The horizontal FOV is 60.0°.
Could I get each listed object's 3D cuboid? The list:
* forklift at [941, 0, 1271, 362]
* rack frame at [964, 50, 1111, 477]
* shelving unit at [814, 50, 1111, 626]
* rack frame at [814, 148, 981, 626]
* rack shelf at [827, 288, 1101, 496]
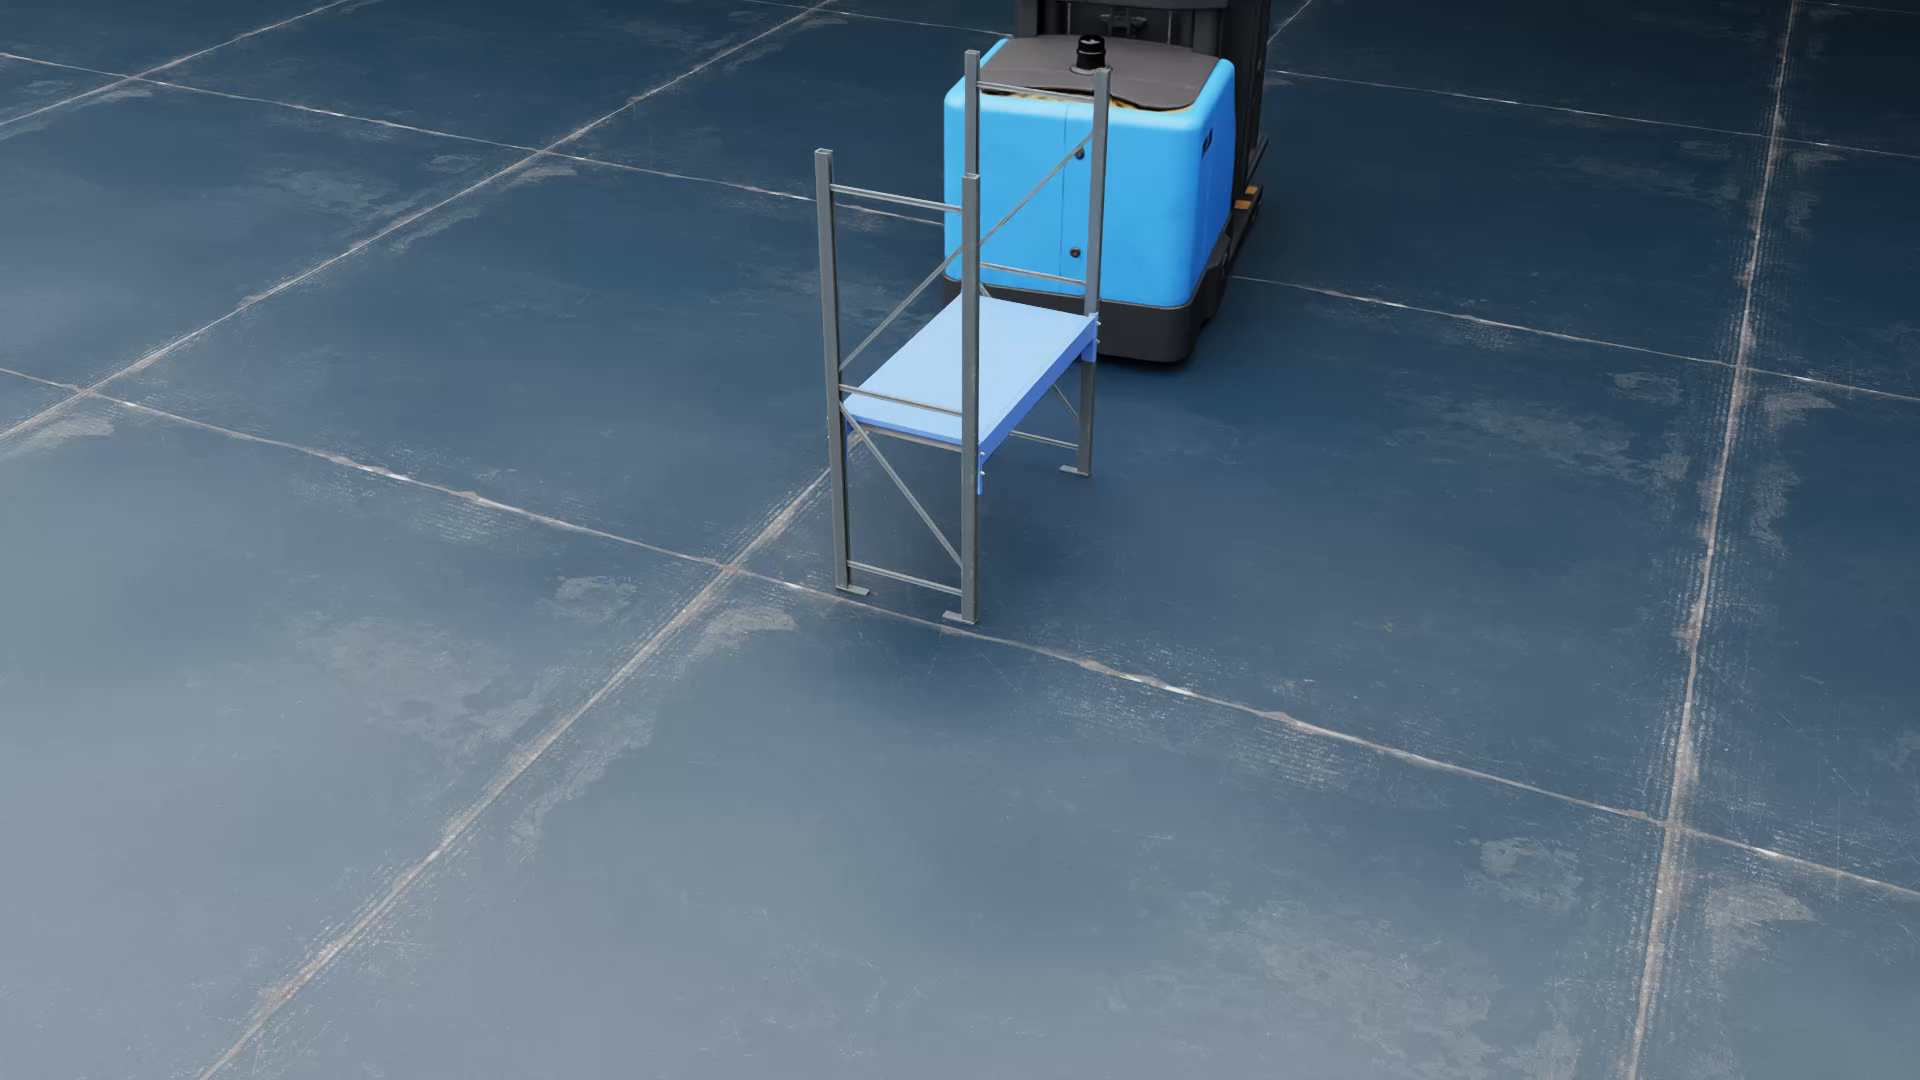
[{"bbox_3d":[0.849,-2.745,7.263,1.130,2.935,3.031,10,34,14],"label":"forklift"},{"bbox_3d":[0.248,-0.923,5.790,0.500,1.500,0.032,14,36,20],"label":"rack frame"},{"bbox_3d":[0.036,-0.670,5.404,0.538,1.500,1.048,14,36,20],"label":"shelving unit"},{"bbox_3d":[-0.177,-0.417,5.017,0.500,1.500,0.032,14,36,20],"label":"rack frame"},{"bbox_3d":[0.036,-0.519,5.502,0.538,0.185,1.000,14,36,20],"label":"rack shelf"}]
